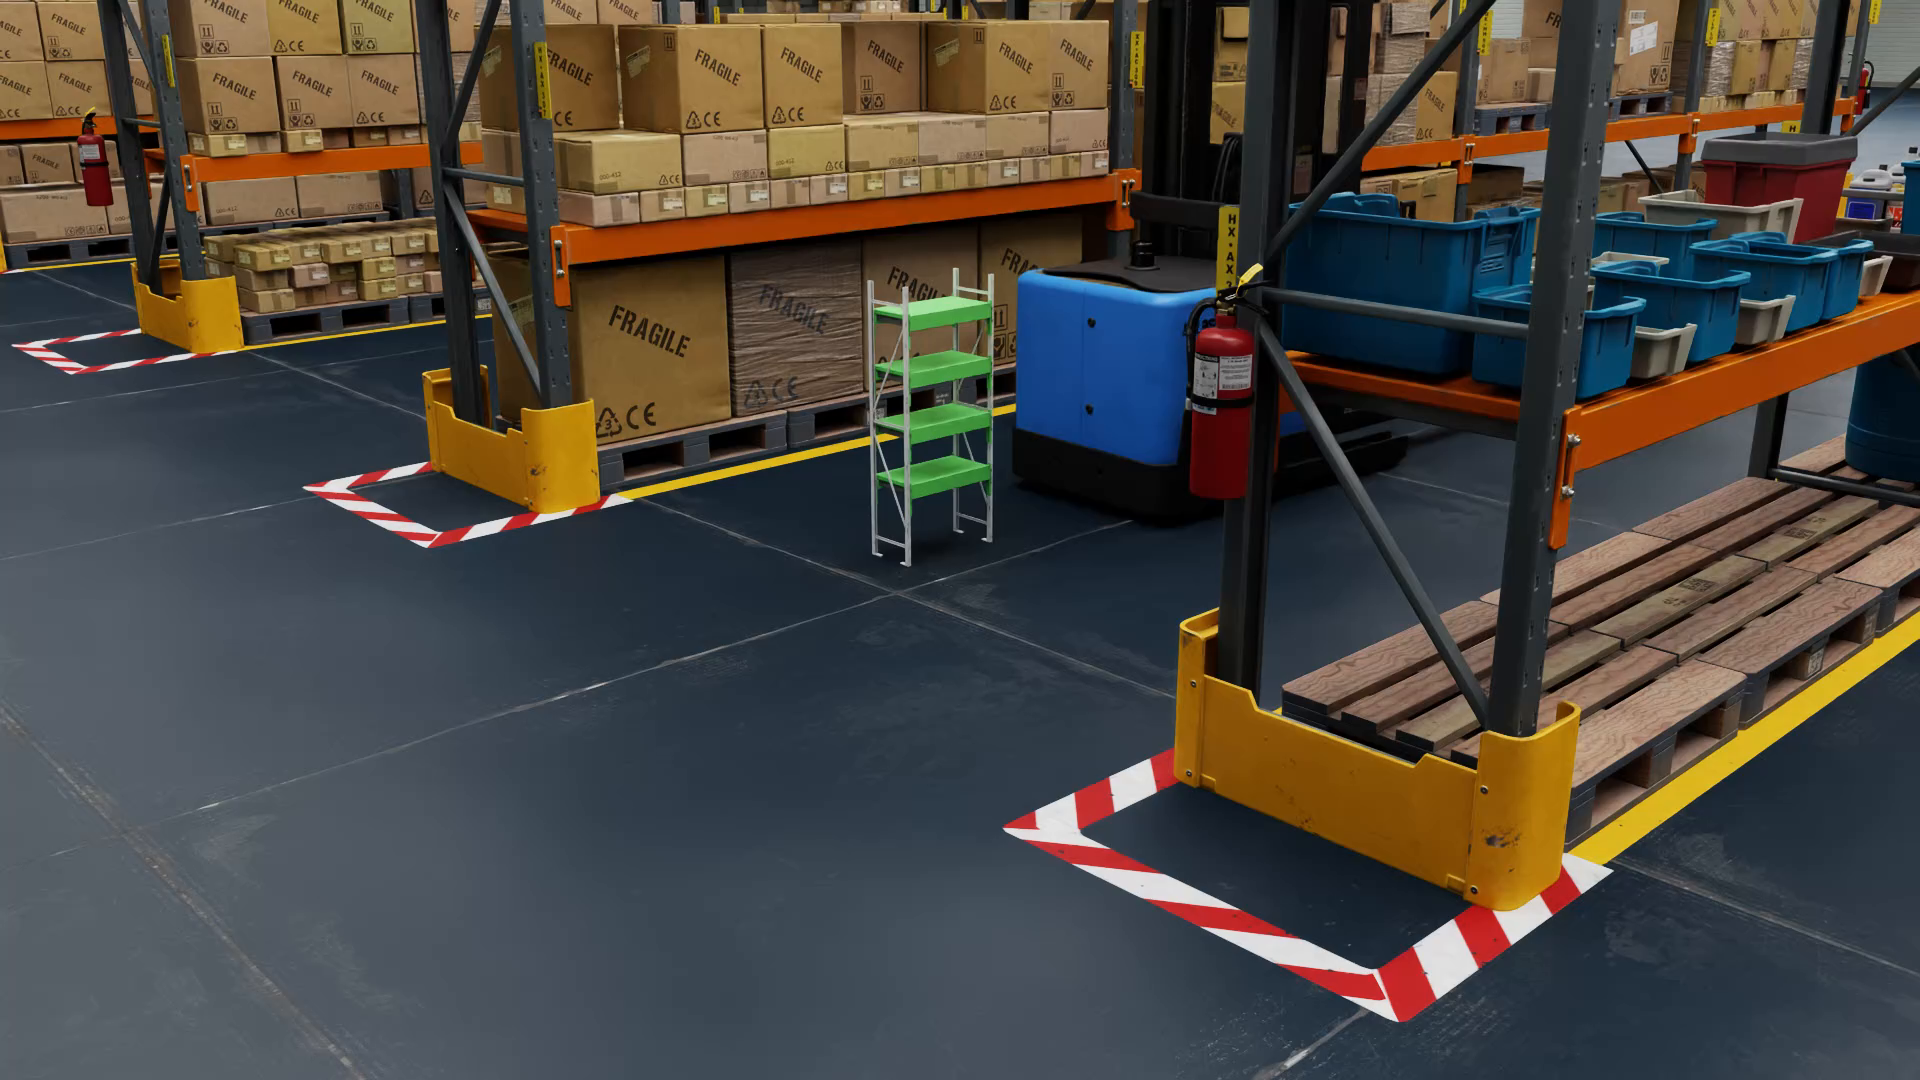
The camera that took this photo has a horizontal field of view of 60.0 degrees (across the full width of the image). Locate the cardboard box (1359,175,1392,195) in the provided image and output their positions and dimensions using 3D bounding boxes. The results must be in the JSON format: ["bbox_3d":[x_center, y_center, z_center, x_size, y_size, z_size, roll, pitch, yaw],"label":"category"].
[{"bbox_3d":[2.418,-2.269,12.384,0.875,0.875,1.225,-16,24,-41],"label":"cardboard box"}]

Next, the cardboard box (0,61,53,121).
[{"bbox_3d":[-8.489,-4.019,14.856,0.500,0.500,0.500,-17,24,-41],"label":"cardboard box"}]

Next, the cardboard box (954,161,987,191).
[{"bbox_3d":[-0.064,-2.085,9.460,0.250,0.149,0.380,-16,24,-40],"label":"cardboard box"}]

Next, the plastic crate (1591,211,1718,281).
[{"bbox_3d":[2.493,-1.045,6.019,0.300,0.233,0.416,-16,24,-41],"label":"plastic crate"}]

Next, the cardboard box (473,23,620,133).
[{"bbox_3d":[-2.053,-2.303,8.268,0.500,0.500,0.500,-16,24,-40],"label":"cardboard box"}]

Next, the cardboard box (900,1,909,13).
[{"bbox_3d":[-0.900,-7.154,22.309,0.250,0.149,0.380,-16,24,-41],"label":"cardboard box"}]

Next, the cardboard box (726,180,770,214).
[{"bbox_3d":[-1.182,-1.760,8.456,0.250,0.149,0.380,-17,24,-42],"label":"cardboard box"}]

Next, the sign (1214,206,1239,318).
[{"bbox_3d":[0.787,-0.801,4.827,0.005,0.325,0.100,-16,24,-41],"label":"sign"}]

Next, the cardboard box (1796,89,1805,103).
[{"bbox_3d":[8.604,-4.667,17.423,0.250,0.149,0.380,-16,24,-41],"label":"cardboard box"}]

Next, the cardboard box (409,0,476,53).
[{"bbox_3d":[-3.929,-3.869,12.289,0.500,0.500,0.500,17,25,42],"label":"cardboard box"}]

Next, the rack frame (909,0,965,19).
[{"bbox_3d":[-0.315,-6.477,22.598,0.127,3.000,1.000,-16,24,-41],"label":"rack frame"}]

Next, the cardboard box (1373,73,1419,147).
[{"bbox_3d":[3.032,-3.192,12.304,0.500,0.500,0.500,-17,24,-41],"label":"cardboard box"}]

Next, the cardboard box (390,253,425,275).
[{"bbox_3d":[-4.260,-2.110,12.587,0.380,0.149,0.250,16,24,41],"label":"cardboard box"}]

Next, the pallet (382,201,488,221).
[{"bbox_3d":[-5.619,-3.636,18.357,1.213,0.211,1.003,-16,24,-41],"label":"pallet"}]

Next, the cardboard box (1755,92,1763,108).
[{"bbox_3d":[7.747,-4.385,16.554,0.250,0.149,0.380,-16,24,-41],"label":"cardboard box"}]

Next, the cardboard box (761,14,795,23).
[{"bbox_3d":[-2.362,-6.174,20.338,0.500,0.500,0.500,-15,23,-38],"label":"cardboard box"}]

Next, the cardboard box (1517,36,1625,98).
[{"bbox_3d":[5.297,-4.117,14.471,0.637,0.503,0.797,-13,22,-35],"label":"cardboard box"}]

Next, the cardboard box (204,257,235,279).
[{"bbox_3d":[-5.373,-2.007,12.272,0.250,0.149,0.380,-17,25,-42],"label":"cardboard box"}]

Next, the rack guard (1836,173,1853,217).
[{"bbox_3d":[9.344,-3.899,18.699,0.348,0.500,1.175,-16,24,-41],"label":"rack guard"}]

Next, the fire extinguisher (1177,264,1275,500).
[{"bbox_3d":[0.755,-0.459,4.768,0.183,0.674,0.296,-16,24,-41],"label":"fire extinguisher"}]

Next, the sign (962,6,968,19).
[{"bbox_3d":[0.068,-6.904,22.039,0.005,0.325,0.100,-16,24,-41],"label":"sign"}]

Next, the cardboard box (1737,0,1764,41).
[{"bbox_3d":[7.357,-5.066,15.979,0.500,0.500,0.500,-16,24,-41],"label":"cardboard box"}]

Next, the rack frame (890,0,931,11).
[{"bbox_3d":[-0.822,-8.436,28.641,0.127,3.000,1.000,-16,24,-41],"label":"rack frame"}]

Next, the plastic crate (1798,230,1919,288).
[{"bbox_3d":[3.454,-1.051,6.213,0.590,0.125,0.437,-16,24,-41],"label":"plastic crate"}]

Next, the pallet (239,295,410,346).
[{"bbox_3d":[-4.891,-1.700,12.387,1.213,0.211,1.003,-16,24,-41],"label":"pallet"}]

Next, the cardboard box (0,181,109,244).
[{"bbox_3d":[-8.624,-3.078,15.587,0.875,0.438,0.875,17,24,42],"label":"cardboard box"}]

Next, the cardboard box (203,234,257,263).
[{"bbox_3d":[-5.350,-2.142,12.205,0.250,0.149,0.380,-16,24,-40],"label":"cardboard box"}]

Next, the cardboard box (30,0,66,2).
[{"bbox_3d":[-8.177,-4.880,14.838,0.250,0.149,0.380,-15,23,-39],"label":"cardboard box"}]

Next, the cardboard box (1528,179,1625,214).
[{"bbox_3d":[5.673,-3.054,15.381,0.500,0.500,0.700,-16,24,-41],"label":"cardboard box"}]

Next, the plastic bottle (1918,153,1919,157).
[{"bbox_3d":[4.661,-1.735,8.052,0.185,0.351,0.144,-16,24,-41],"label":"plastic bottle"}]

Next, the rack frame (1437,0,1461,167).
[{"bbox_3d":[6.065,-6.237,21.857,0.127,3.000,1.000,-16,24,-41],"label":"rack frame"}]

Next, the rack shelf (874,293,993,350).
[{"bbox_3d":[-0.120,-0.931,7.063,0.480,0.148,0.258,-16,24,-41],"label":"rack shelf"}]

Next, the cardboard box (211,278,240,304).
[{"bbox_3d":[-5.321,-1.848,12.264,0.250,0.149,0.380,-16,24,-40],"label":"cardboard box"}]

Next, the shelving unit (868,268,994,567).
[{"bbox_3d":[-0.120,-0.536,7.191,0.503,1.200,0.258,-16,24,-41],"label":"shelving unit"}]

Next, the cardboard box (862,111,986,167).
[{"bbox_3d":[-0.205,-2.260,9.354,0.500,0.250,0.500,-16,24,-40],"label":"cardboard box"}]

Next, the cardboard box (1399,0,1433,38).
[{"bbox_3d":[5.433,-6.615,21.029,0.550,0.550,0.875,-16,24,-41],"label":"cardboard box"}]

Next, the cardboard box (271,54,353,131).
[{"bbox_3d":[-4.673,-3.188,11.809,0.500,0.500,0.500,-16,24,-41],"label":"cardboard box"}]

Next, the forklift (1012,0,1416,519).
[{"bbox_3d":[1.705,-1.849,8.435,3.031,2.935,1.130,-15,23,-38],"label":"forklift"}]

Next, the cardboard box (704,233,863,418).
[{"bbox_3d":[-1.155,-1.249,9.237,0.875,0.875,0.875,-16,24,-41],"label":"cardboard box"}]

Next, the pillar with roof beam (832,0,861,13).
[{"bbox_3d":[1.011,-10.380,24.908,0.400,9.000,9.100,-16,24,-41],"label":"pillar with roof beam"}]

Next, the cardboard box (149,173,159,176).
[{"bbox_3d":[-10.004,-4.533,20.355,0.258,0.266,0.396,-15,23,-39],"label":"cardboard box"}]

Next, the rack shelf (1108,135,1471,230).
[{"bbox_3d":[2.134,-2.643,11.938,4.000,0.370,1.077,-16,24,-41],"label":"rack shelf"}]

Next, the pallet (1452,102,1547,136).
[{"bbox_3d":[4.031,-3.492,13.704,1.003,0.211,1.213,-16,24,-41],"label":"pallet"}]

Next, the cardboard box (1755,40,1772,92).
[{"bbox_3d":[7.544,-4.753,16.638,0.500,0.500,0.875,-16,24,-41],"label":"cardboard box"}]

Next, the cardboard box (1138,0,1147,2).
[{"bbox_3d":[2.370,-7.832,24.512,0.500,0.500,0.700,-17,25,-42],"label":"cardboard box"}]

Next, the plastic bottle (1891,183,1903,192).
[{"bbox_3d":[4.352,-1.558,7.748,0.097,0.201,0.097,0,18,0],"label":"plastic bottle"}]

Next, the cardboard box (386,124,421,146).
[{"bbox_3d":[-4.204,-3.014,12.324,0.250,0.149,0.380,-17,24,-42],"label":"cardboard box"}]

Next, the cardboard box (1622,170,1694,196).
[{"bbox_3d":[6.811,-3.343,16.303,0.500,0.500,0.500,17,25,42],"label":"cardboard box"}]

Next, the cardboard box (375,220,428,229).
[{"bbox_3d":[-4.371,-2.407,13.021,0.380,0.149,0.250,17,25,42],"label":"cardboard box"}]
